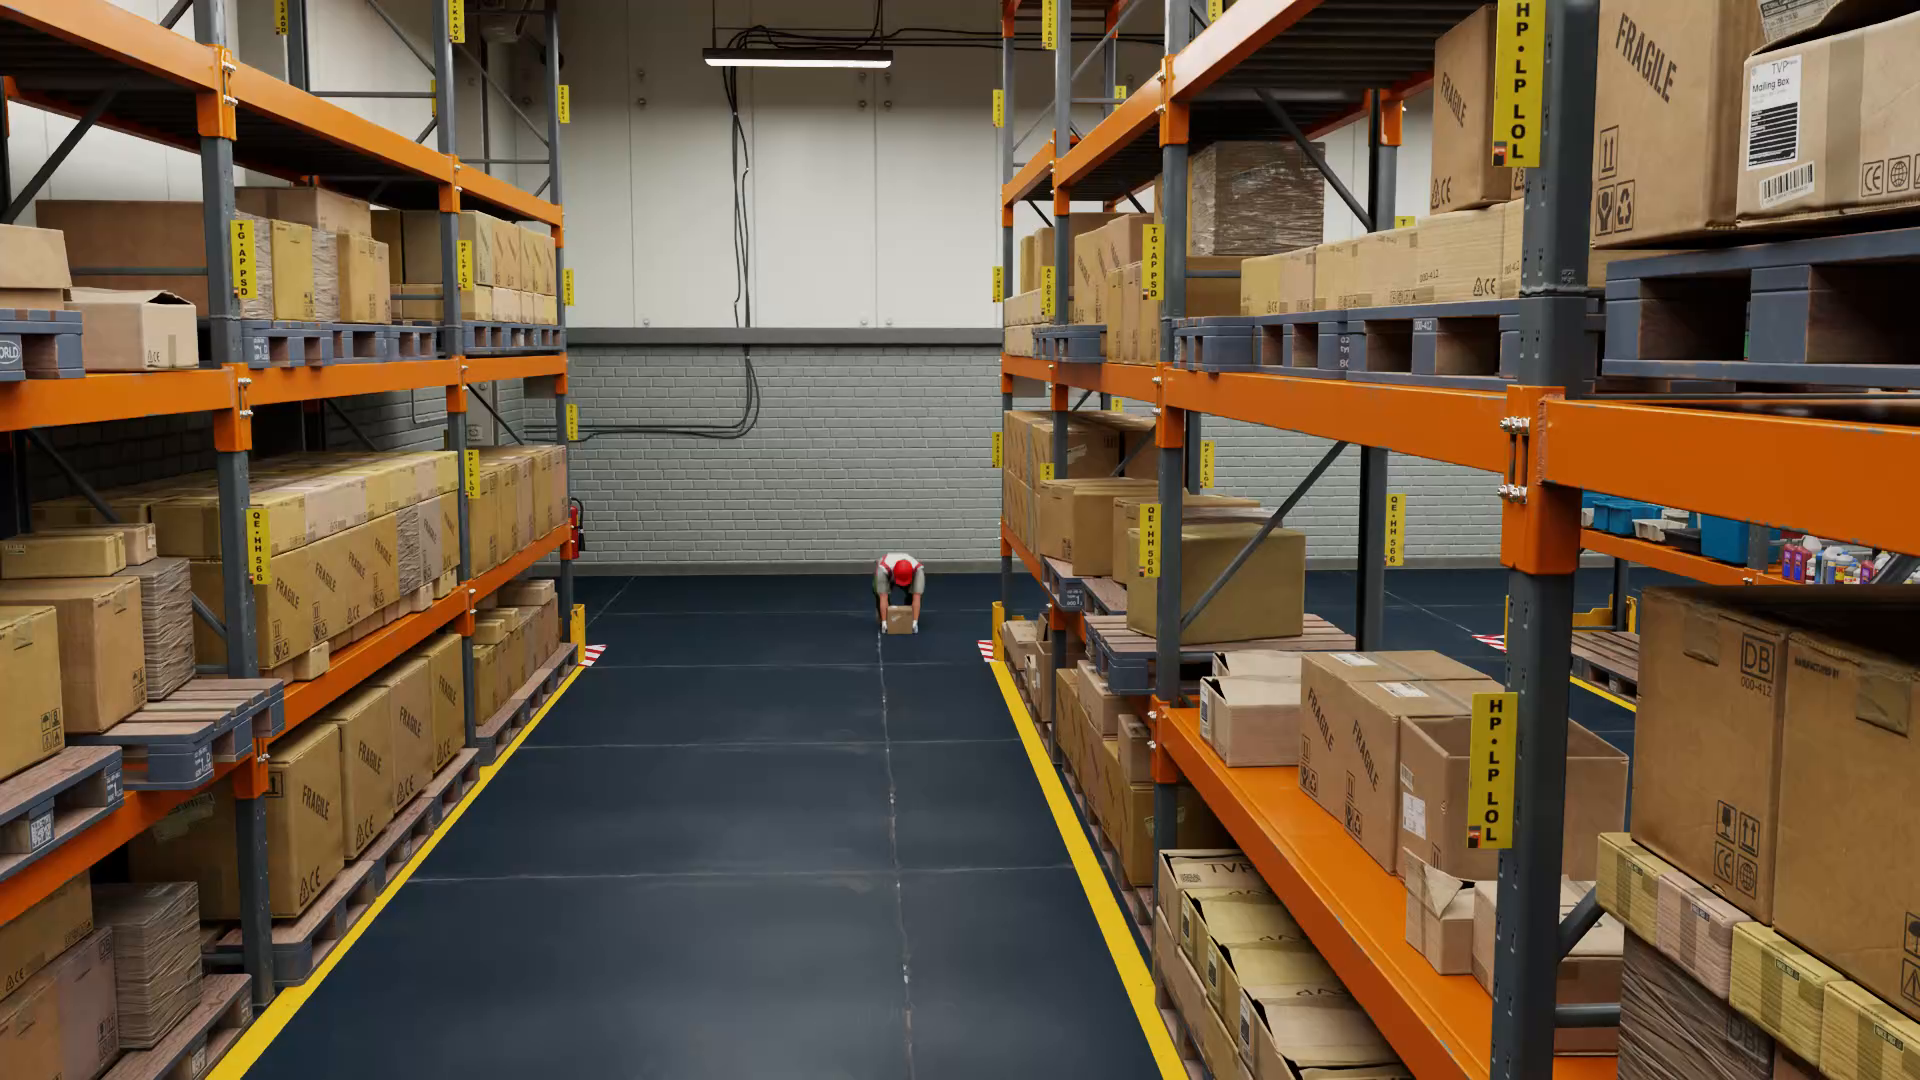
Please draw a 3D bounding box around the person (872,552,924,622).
[{"bbox_3d":[-0.639,0.494,17.112,0.527,0.734,0.958,-1,7,-5],"label":"person"}]
